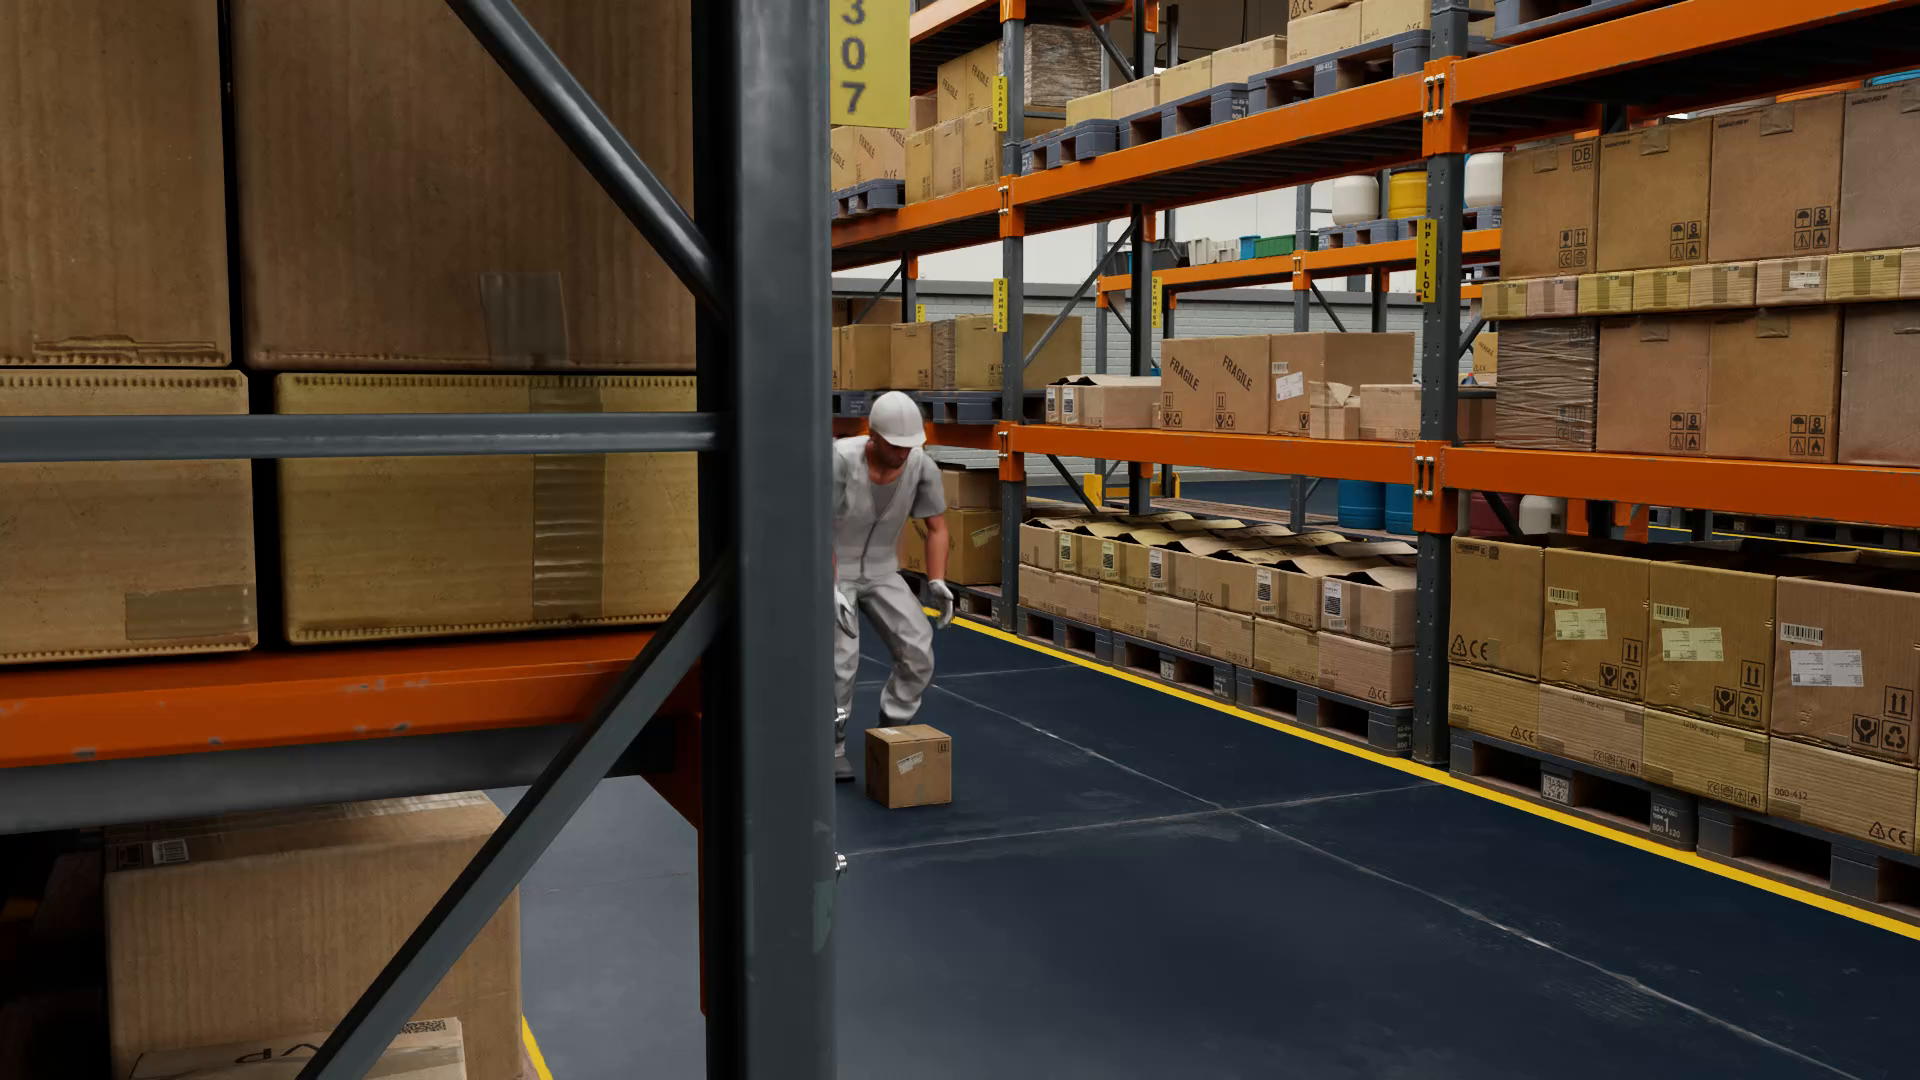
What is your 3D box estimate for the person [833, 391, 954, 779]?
[{"bbox_3d":[-0.330,0.176,6.583,0.579,1.528,0.690,-2,6,-23],"label":"person"}]
